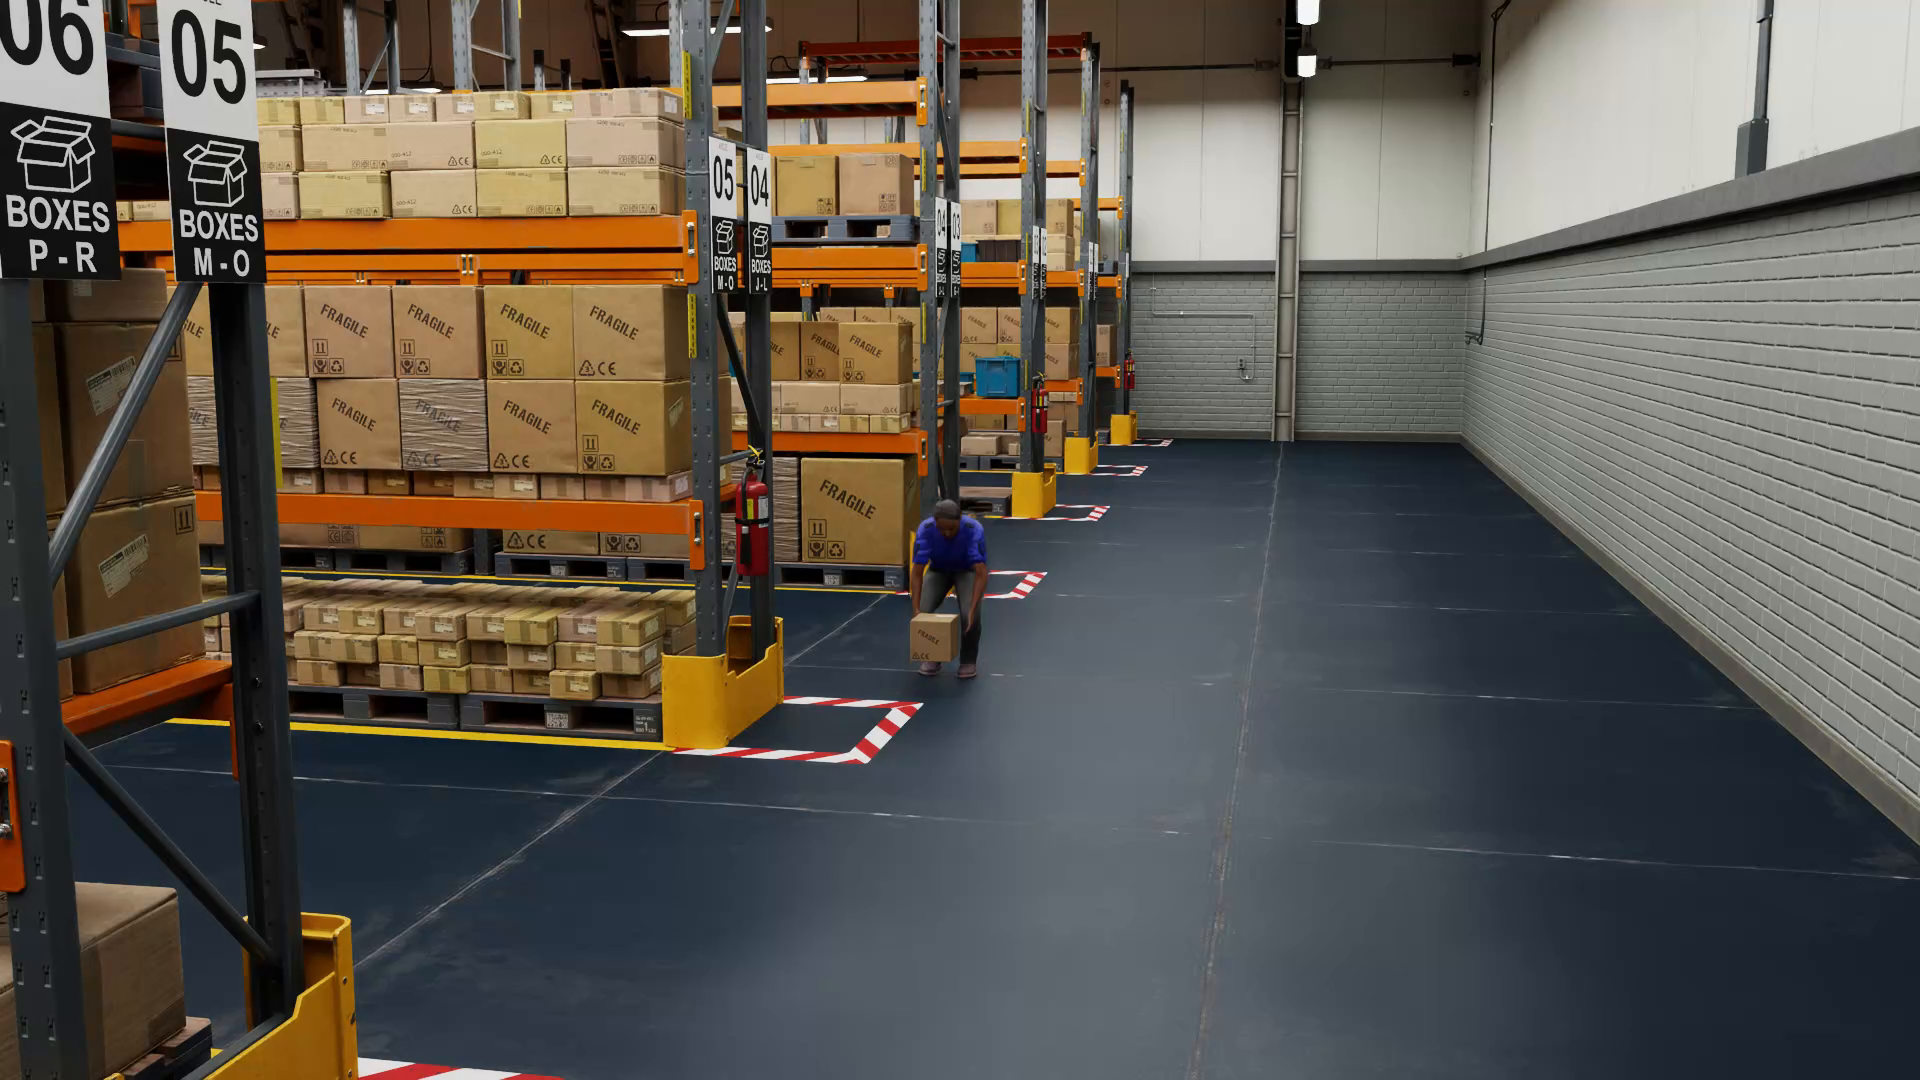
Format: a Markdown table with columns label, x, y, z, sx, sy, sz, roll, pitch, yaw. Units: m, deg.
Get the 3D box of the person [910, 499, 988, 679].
| label | x | y | z | sx | sy | sz | roll | pitch | yaw |
| --- | --- | --- | --- | --- | --- | --- | --- | --- | --- |
| person | -0.045 | 0.291 | 10.553 | 0.501 | 1.168 | 0.726 | 2 | 8 | 11 |
